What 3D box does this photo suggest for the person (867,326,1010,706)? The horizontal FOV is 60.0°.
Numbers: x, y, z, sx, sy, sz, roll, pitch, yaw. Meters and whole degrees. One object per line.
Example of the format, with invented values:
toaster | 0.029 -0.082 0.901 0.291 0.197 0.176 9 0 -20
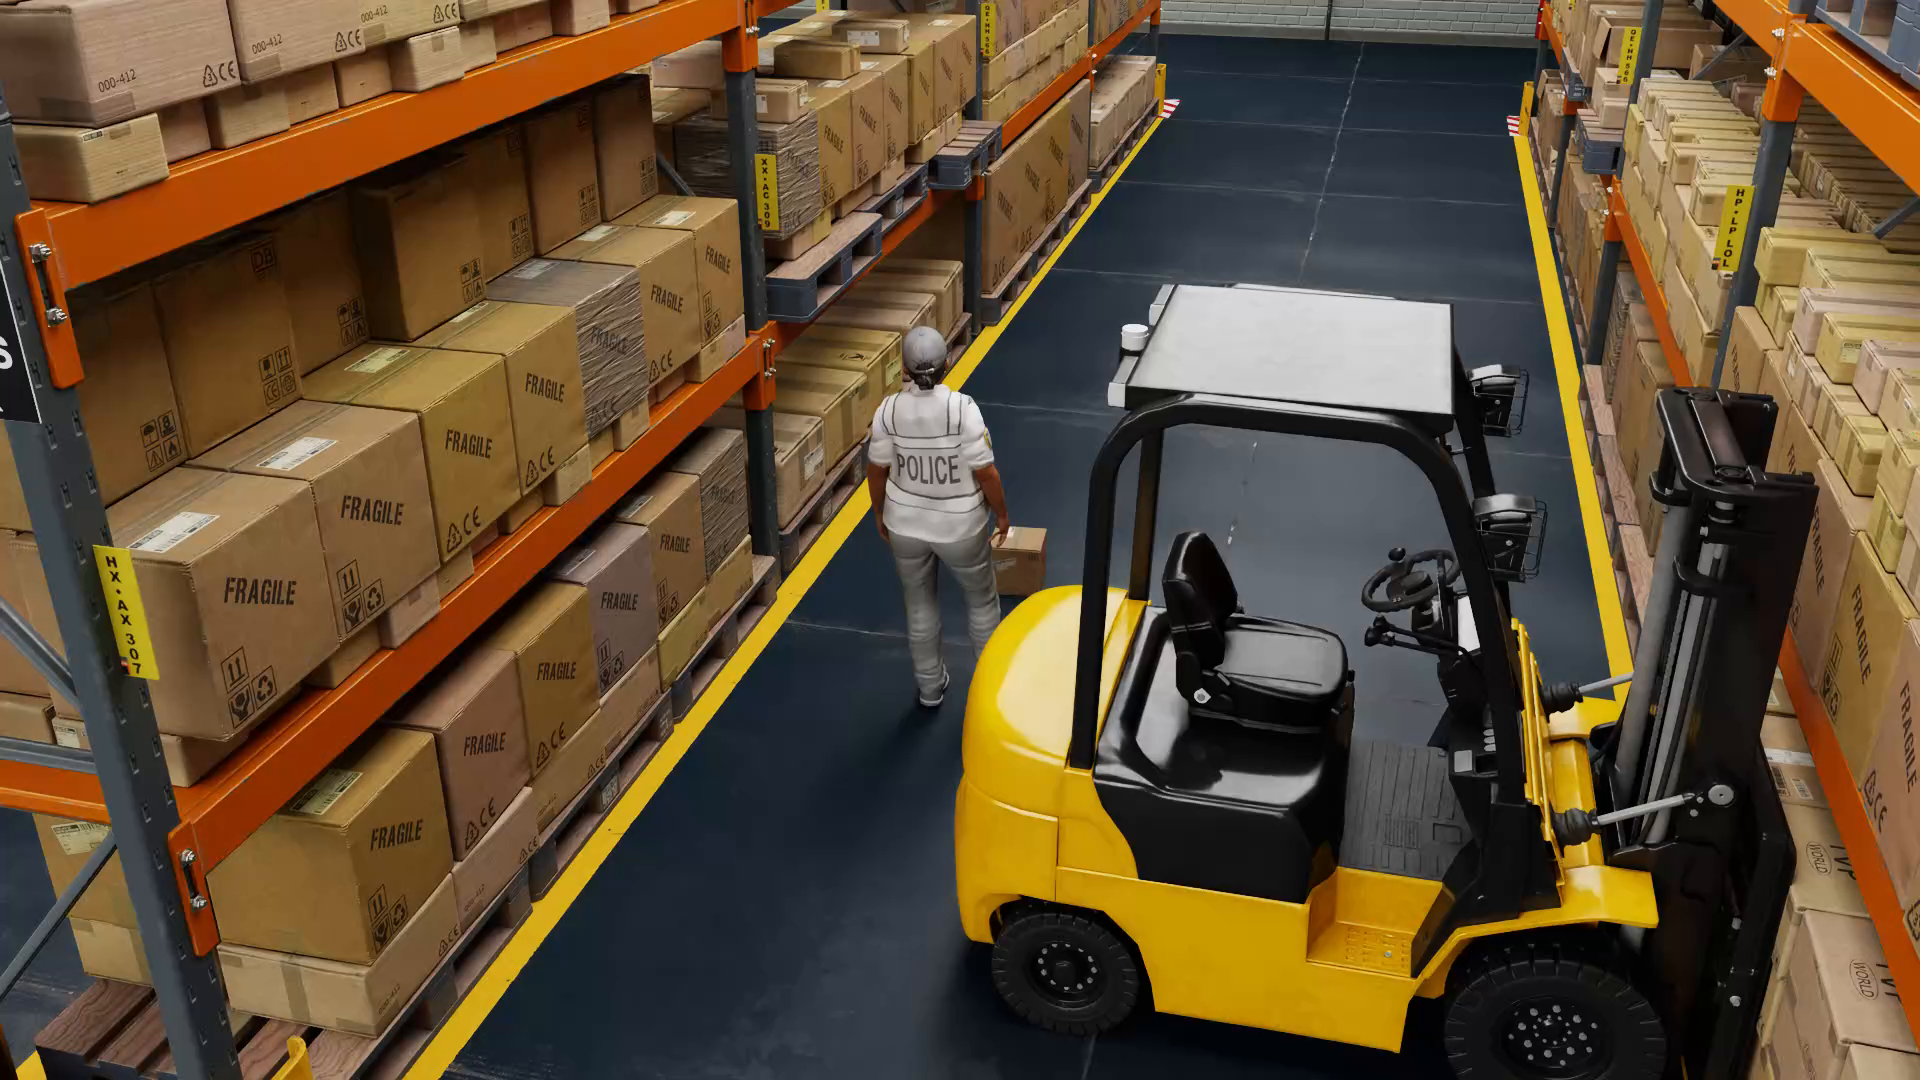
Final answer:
person | -0.053 -0.095 6.779 0.598 1.670 0.529 6 26 12
